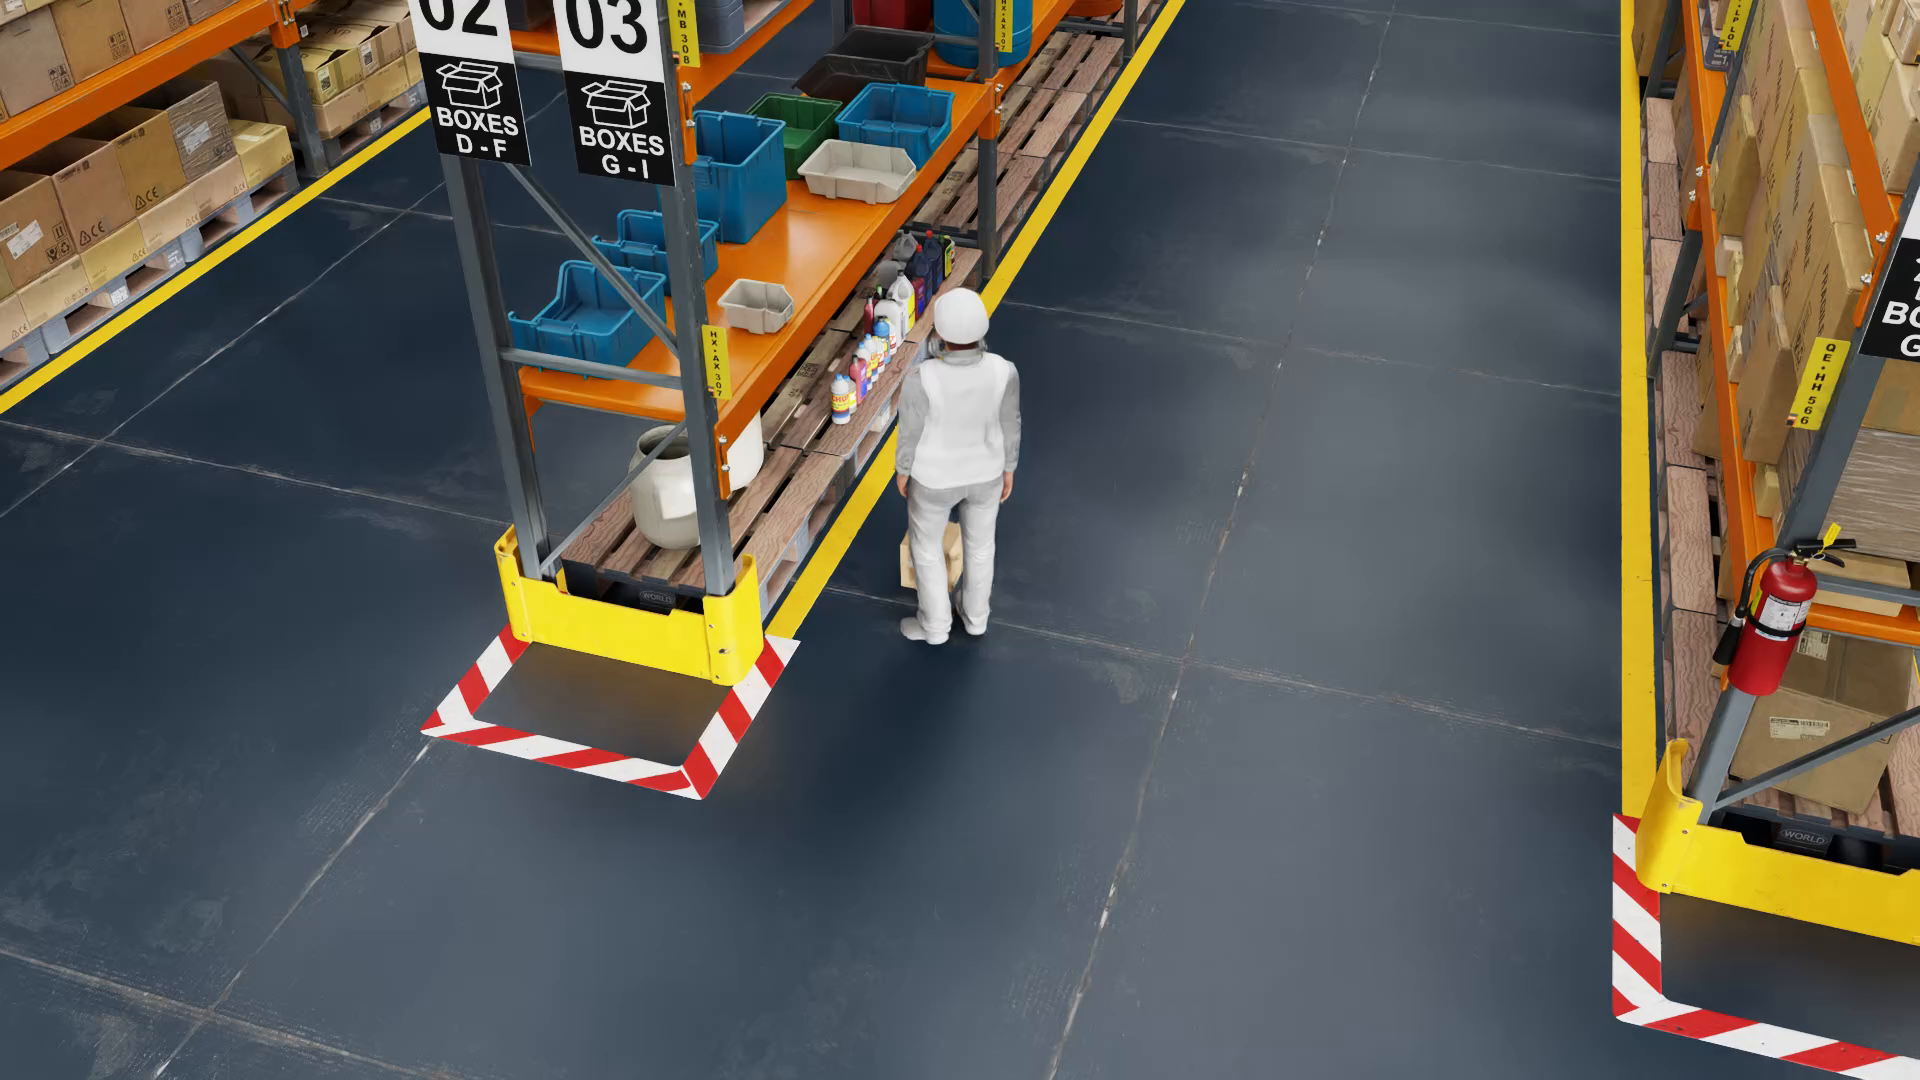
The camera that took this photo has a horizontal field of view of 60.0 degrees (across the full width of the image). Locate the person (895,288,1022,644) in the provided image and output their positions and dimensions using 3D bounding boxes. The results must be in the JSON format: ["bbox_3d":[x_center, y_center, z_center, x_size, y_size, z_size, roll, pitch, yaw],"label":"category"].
[{"bbox_3d":[-0.016,-0.306,7.275,0.543,1.806,0.378,-9,38,-12],"label":"person"}]
